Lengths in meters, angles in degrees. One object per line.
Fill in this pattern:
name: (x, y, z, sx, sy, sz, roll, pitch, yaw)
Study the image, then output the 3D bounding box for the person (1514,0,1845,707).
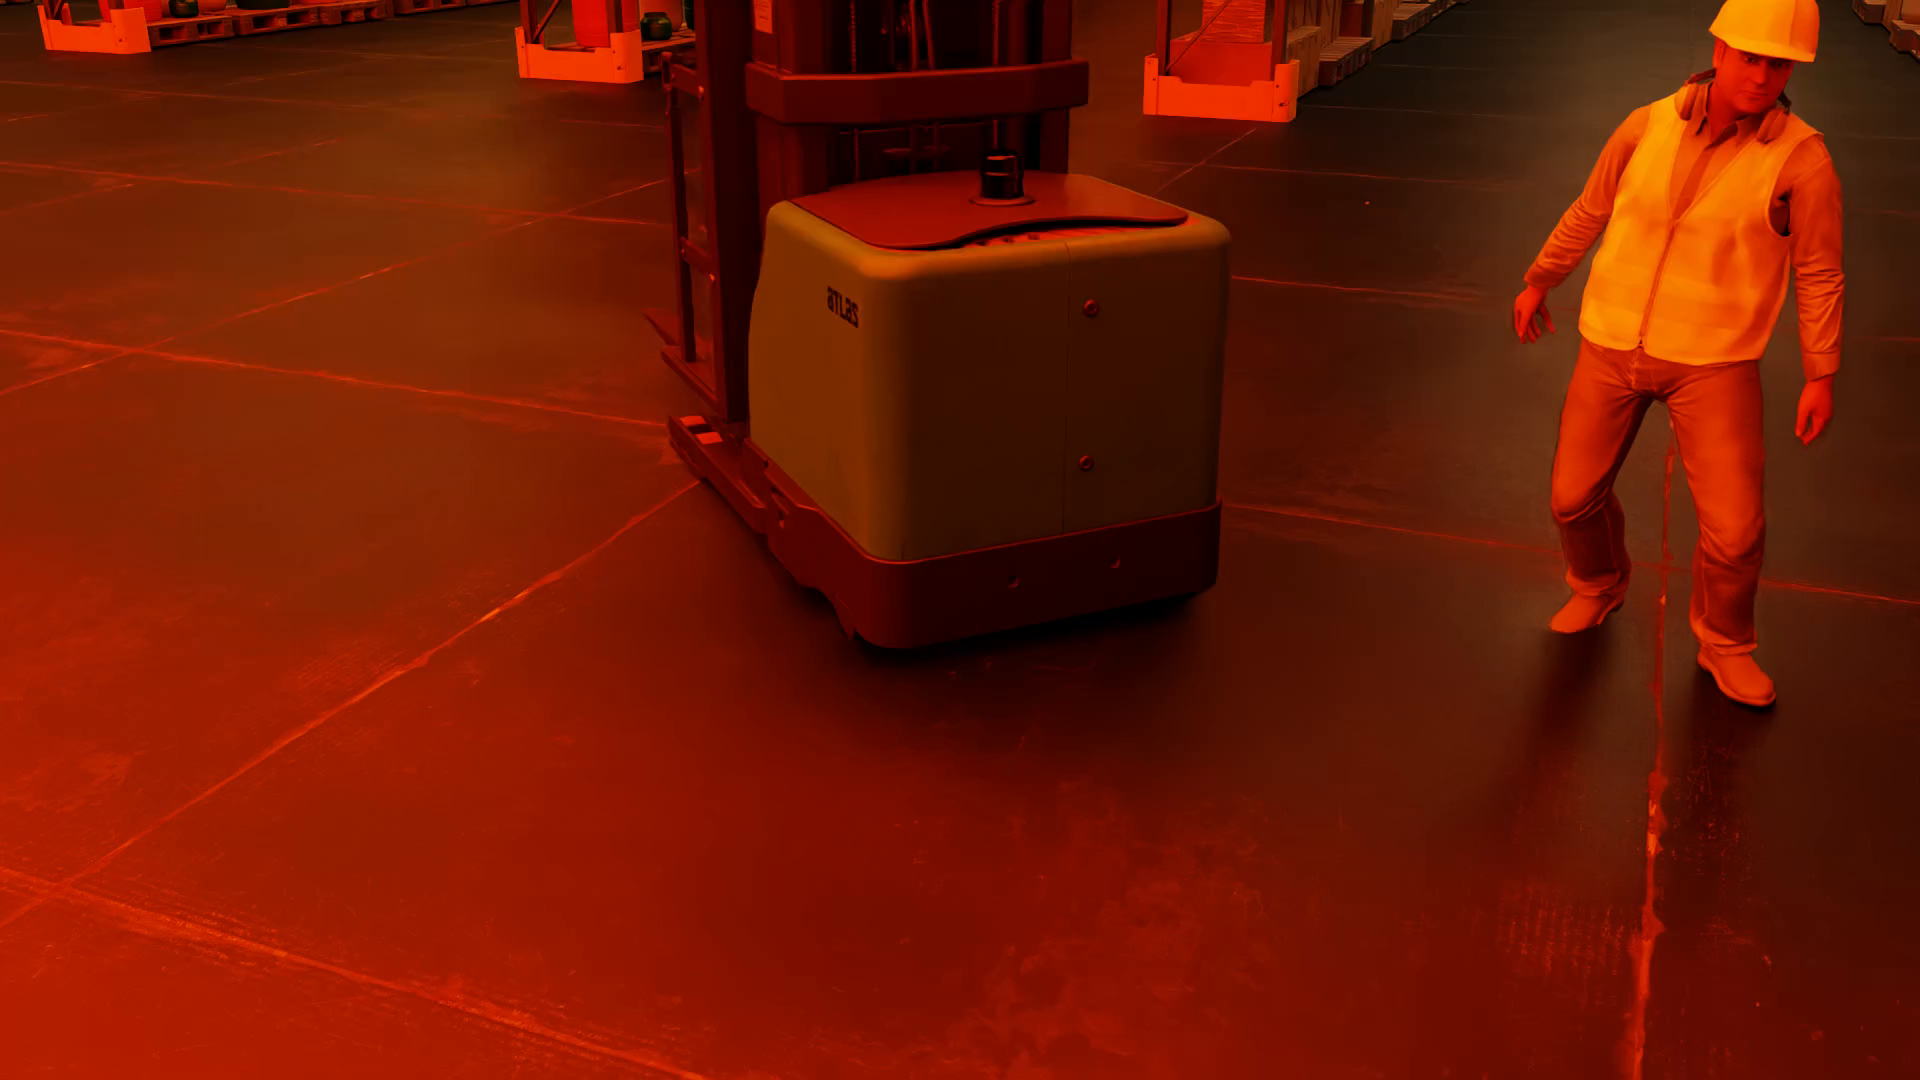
person: (1.752, -0.488, 4.107, 0.854, 1.743, 0.492, 21, 30, 40)

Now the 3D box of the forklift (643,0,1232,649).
forklift: (-0.353, -1.609, 5.142, 1.130, 2.935, 3.031, -10, 25, -22)
